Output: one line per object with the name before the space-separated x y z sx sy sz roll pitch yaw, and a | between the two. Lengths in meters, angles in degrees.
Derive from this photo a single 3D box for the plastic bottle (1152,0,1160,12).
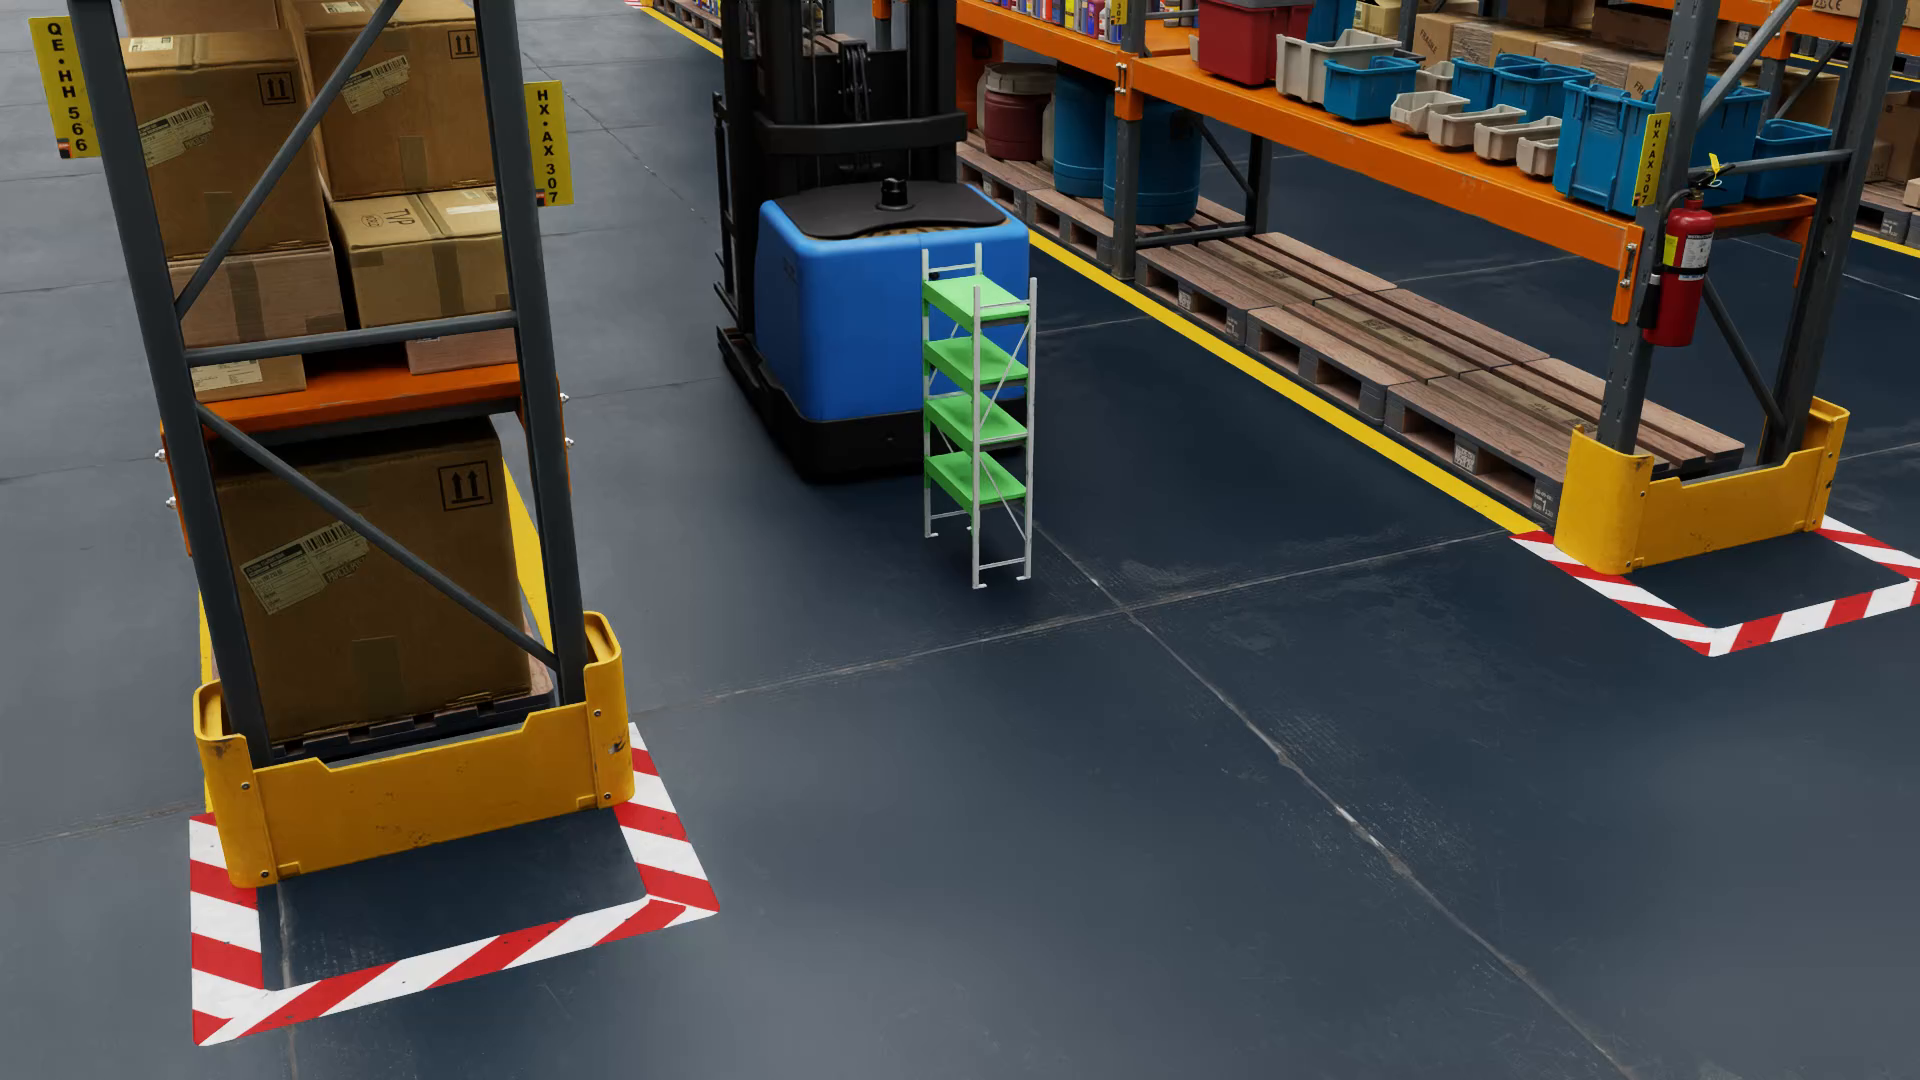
plastic bottle | 1.292 -3.521 10.675 0.061 0.283 0.133 -11 28 -21

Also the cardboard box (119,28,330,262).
cardboard box | -2.033 -1.082 4.524 0.500 0.500 0.500 -10 28 -20

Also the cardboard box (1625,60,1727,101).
cardboard box | 5.307 -3.268 12.372 0.500 0.500 0.500 -10 28 -20

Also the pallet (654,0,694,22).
pallet | -2.922 -6.233 19.275 1.003 0.211 1.213 -11 28 -21

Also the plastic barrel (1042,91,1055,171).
plastic barrel | 0.777 -2.816 11.455 0.421 0.512 0.421 0 26 0

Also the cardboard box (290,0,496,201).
cardboard box | -1.735 -1.373 5.119 0.500 0.500 0.500 -11 28 -22

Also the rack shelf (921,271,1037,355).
rack shelf | 0.065 -0.846 6.167 0.258 0.148 0.480 -11 28 -21

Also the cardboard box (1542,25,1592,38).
cardboard box | 5.168 -3.986 13.842 0.500 0.500 0.500 -12 28 -22

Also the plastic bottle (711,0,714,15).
plastic bottle | -2.593 -5.691 17.674 0.097 0.201 0.097 0 26 0

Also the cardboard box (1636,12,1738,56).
cardboard box | 5.593 -3.895 12.801 0.500 0.250 0.500 -11 28 -20

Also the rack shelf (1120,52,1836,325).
rack shelf | 2.174 -1.862 7.966 1.077 0.370 4.000 -11 28 -21

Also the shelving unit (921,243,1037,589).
shelving unit | 0.065 -0.472 6.350 0.258 1.200 0.503 -11 28 -21

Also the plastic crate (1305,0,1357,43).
plastic crate | 1.888 -2.883 9.186 0.392 0.384 0.575 -11 28 -21

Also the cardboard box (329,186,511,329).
cardboard box | -1.540 -0.834 4.871 0.500 0.250 0.500 -11 28 -22

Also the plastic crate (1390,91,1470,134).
plastic crate | 2.107 -1.929 7.514 0.298 0.136 0.250 -11 28 -21

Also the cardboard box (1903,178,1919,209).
cardboard box | 6.263 -2.213 10.592 0.380 0.166 0.250 -11 28 -21

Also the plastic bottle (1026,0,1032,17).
plastic bottle | 0.475 -3.455 10.634 0.097 0.201 0.097 0 26 0

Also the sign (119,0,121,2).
sign | -3.662 -2.530 7.283 0.100 0.325 0.005 -11 28 -21

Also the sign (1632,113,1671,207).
sign | 2.457 -1.351 5.911 0.100 0.325 0.005 -11 28 -21

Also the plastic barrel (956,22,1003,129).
plastic barrel | 0.032 -3.627 12.754 0.600 0.830 0.708 -11 28 -21

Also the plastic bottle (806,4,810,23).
plastic bottle | -1.543 -5.449 17.179 0.097 0.201 0.097 0 26 0

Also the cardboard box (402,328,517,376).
cardboard box | -1.435 -0.614 4.876 0.380 0.149 0.250 -10 28 -20

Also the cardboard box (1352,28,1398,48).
cardboard box | 3.953 -4.581 15.369 0.500 0.250 0.500 -10 28 -19

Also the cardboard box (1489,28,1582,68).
cardboard box | 4.701 -3.885 13.636 0.500 0.500 0.500 -11 28 -21

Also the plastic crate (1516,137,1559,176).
plastic crate | 2.471 -1.585 6.809 0.396 0.136 0.243 -11 28 -21

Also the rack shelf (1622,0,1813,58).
rack shelf | 5.167 -4.327 13.013 1.077 0.370 4.000 -11 28 -21

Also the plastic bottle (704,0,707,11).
plastic bottle | -2.712 -5.845 17.911 0.097 0.271 0.097 0 26 0

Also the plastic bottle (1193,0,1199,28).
plastic bottle | 1.487 -3.293 10.223 0.097 0.271 0.097 0 26 0

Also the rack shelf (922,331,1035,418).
rack shelf | 0.065 -0.631 6.273 0.258 0.148 0.480 -11 28 -21

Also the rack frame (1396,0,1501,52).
rack frame | 4.384 -5.457 14.509 1.000 3.000 0.127 -11 28 -21

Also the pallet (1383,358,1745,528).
pallet | 2.670 -0.465 7.461 1.003 0.211 1.213 -11 28 -21

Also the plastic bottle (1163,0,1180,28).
plastic bottle | 1.309 -3.275 10.265 0.097 0.201 0.097 0 26 0

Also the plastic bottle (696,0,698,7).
plastic bottle | -2.845 -5.950 18.206 0.097 0.201 0.097 0 26 0

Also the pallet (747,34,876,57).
pallet | -1.399 -4.659 16.052 1.003 0.211 1.213 -11 28 -21

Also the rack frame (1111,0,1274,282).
rack frame | 1.391 -2.993 9.461 1.000 3.000 0.127 -11 28 -21

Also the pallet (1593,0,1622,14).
pallet | 7.680 -6.358 19.531 1.003 0.211 1.213 -11 28 -21

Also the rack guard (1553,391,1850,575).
rack guard | 2.979 -0.248 6.687 1.175 0.500 0.348 -11 28 -21

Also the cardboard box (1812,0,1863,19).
cardboard box | 5.899 -3.635 10.662 0.500 0.500 0.500 -10 28 -19

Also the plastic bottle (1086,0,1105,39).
plastic bottle | 0.806 -3.130 9.874 0.061 0.283 0.133 -11 28 -21

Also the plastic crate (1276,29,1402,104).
plastic crate | 1.819 -2.319 8.147 0.437 0.282 0.530 -11 28 -21

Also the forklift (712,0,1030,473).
forklift | -0.631 -2.230 7.976 1.130 2.935 3.031 -8 27 -16

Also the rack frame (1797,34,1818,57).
rack frame | 8.940 -6.310 16.255 1.000 3.000 0.127 -11 28 -21

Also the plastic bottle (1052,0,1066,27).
plastic bottle | 0.657 -3.360 10.270 0.144 0.351 0.185 -11 28 -21

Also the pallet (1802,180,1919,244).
pallet | 6.218 -2.312 11.245 1.003 0.211 1.213 -11 28 -21

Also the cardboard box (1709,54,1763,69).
cardboard box | 5.766 -3.368 12.576 0.500 0.500 0.500 -10 28 -20

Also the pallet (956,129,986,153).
pallet | 0.171 -3.044 12.743 1.003 0.211 1.213 -11 28 -21

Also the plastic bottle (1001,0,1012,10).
plastic bottle | 0.322 -3.629 10.896 0.061 0.283 0.133 -11 28 -21

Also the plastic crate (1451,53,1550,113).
plastic crate | 2.530 -2.139 7.834 0.416 0.233 0.300 -11 28 -21
